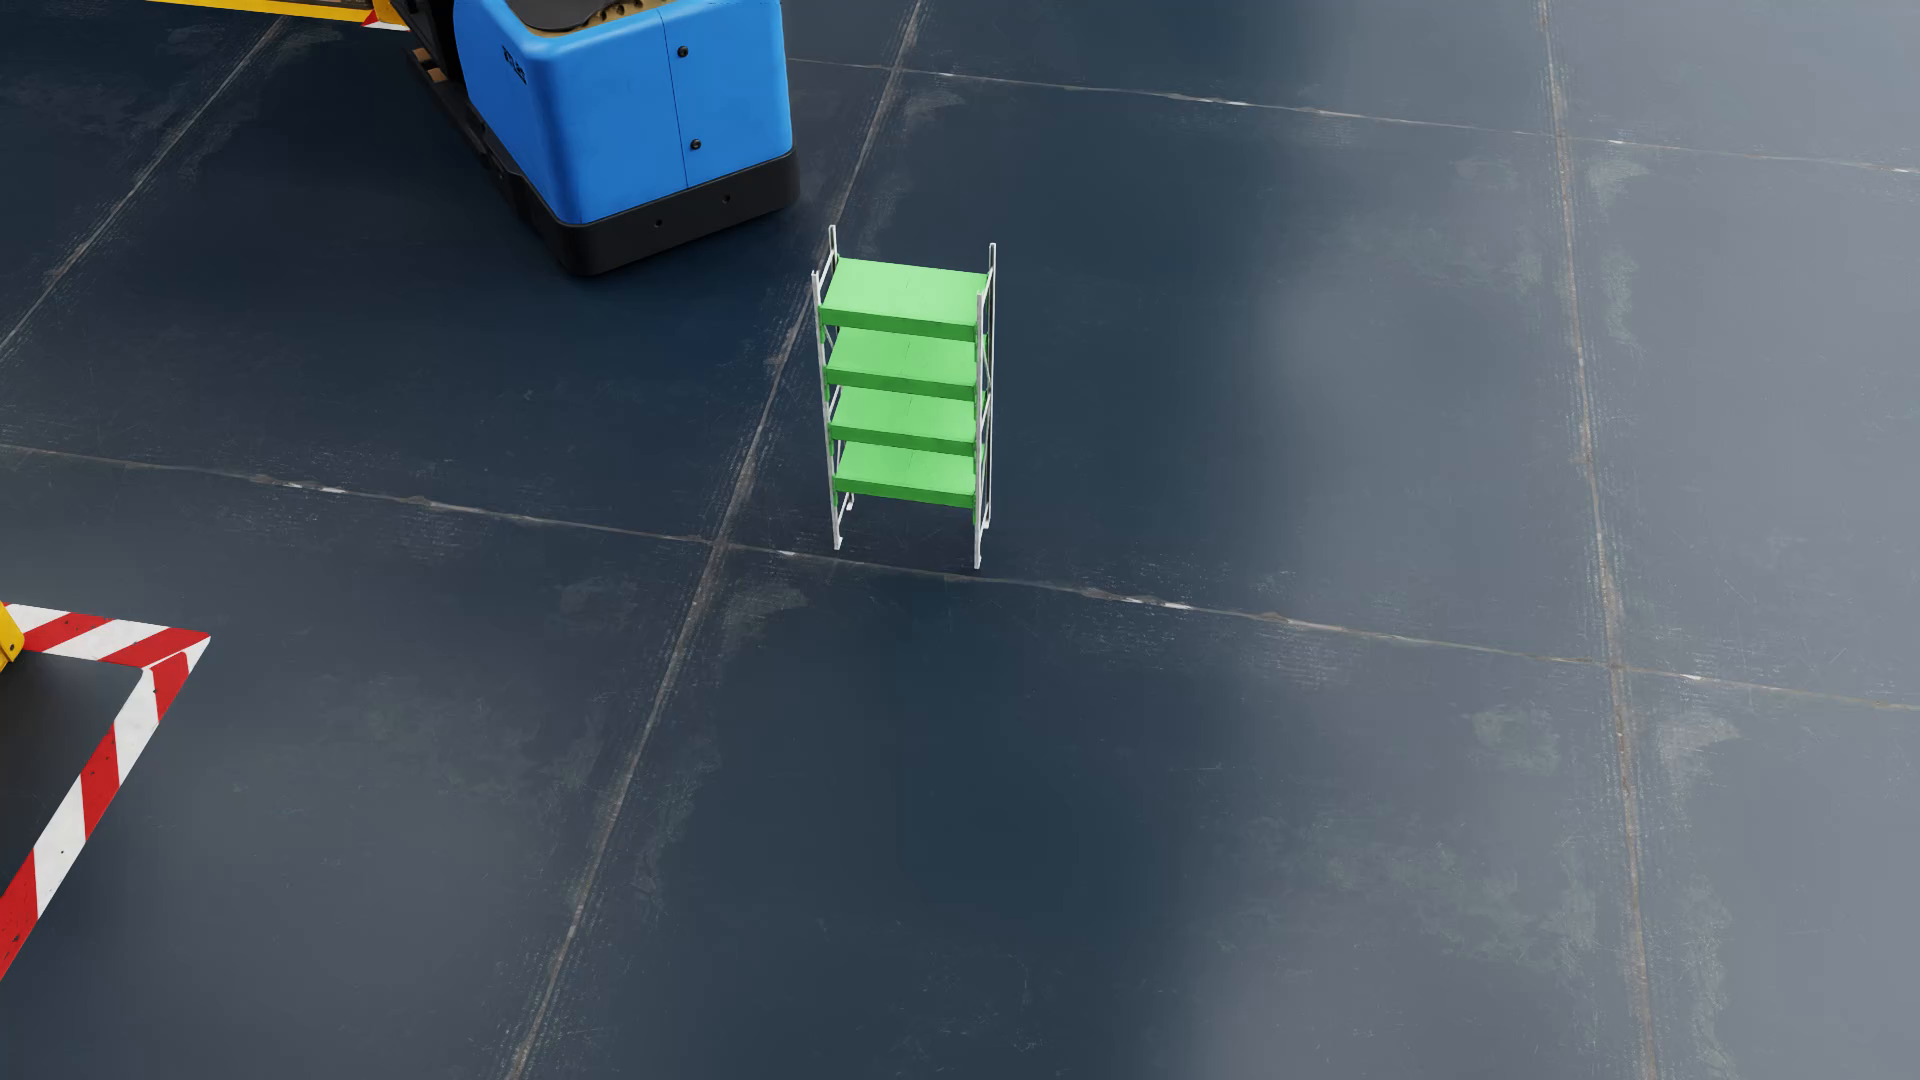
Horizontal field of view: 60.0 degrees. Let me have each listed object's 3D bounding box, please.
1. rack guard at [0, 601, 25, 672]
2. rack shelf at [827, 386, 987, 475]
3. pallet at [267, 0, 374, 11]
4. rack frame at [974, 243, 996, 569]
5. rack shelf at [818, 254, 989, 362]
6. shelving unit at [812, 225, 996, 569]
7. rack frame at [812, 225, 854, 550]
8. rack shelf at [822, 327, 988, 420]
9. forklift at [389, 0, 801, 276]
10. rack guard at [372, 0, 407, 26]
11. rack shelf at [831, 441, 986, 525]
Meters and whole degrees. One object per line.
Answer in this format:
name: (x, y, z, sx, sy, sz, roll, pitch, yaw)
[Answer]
rack guard: (-3.326, 0.543, 4.926, 0.348, 0.500, 1.175, 8, 49, 7)
rack shelf: (-0.163, -0.380, 5.371, 0.480, 0.148, 0.258, 8, 49, 7)
pallet: (-3.347, -3.076, 8.372, 1.213, 0.211, 1.003, 8, 49, 7)
rack frame: (0.077, -0.391, 5.294, 0.015, 1.200, 0.240, 8, 49, 7)
rack shelf: (-0.163, -0.701, 5.014, 0.480, 0.148, 0.258, 8, 49, 7)
shelving unit: (-0.163, -0.423, 5.323, 0.503, 1.200, 0.258, 8, 49, 7)
rack frame: (-0.403, -0.455, 5.352, 0.015, 1.200, 0.240, 8, 49, 7)
rack shelf: (-0.163, -0.541, 5.192, 0.480, 0.148, 0.258, 8, 49, 7)
forklift: (-1.869, -3.112, 6.576, 1.130, 2.935, 3.031, -25, 53, -21)
rack guard: (-2.549, -3.061, 8.164, 0.348, 0.500, 1.175, 8, 49, 7)
rack shelf: (-0.163, -0.220, 5.549, 0.480, 0.148, 0.258, 8, 49, 7)
